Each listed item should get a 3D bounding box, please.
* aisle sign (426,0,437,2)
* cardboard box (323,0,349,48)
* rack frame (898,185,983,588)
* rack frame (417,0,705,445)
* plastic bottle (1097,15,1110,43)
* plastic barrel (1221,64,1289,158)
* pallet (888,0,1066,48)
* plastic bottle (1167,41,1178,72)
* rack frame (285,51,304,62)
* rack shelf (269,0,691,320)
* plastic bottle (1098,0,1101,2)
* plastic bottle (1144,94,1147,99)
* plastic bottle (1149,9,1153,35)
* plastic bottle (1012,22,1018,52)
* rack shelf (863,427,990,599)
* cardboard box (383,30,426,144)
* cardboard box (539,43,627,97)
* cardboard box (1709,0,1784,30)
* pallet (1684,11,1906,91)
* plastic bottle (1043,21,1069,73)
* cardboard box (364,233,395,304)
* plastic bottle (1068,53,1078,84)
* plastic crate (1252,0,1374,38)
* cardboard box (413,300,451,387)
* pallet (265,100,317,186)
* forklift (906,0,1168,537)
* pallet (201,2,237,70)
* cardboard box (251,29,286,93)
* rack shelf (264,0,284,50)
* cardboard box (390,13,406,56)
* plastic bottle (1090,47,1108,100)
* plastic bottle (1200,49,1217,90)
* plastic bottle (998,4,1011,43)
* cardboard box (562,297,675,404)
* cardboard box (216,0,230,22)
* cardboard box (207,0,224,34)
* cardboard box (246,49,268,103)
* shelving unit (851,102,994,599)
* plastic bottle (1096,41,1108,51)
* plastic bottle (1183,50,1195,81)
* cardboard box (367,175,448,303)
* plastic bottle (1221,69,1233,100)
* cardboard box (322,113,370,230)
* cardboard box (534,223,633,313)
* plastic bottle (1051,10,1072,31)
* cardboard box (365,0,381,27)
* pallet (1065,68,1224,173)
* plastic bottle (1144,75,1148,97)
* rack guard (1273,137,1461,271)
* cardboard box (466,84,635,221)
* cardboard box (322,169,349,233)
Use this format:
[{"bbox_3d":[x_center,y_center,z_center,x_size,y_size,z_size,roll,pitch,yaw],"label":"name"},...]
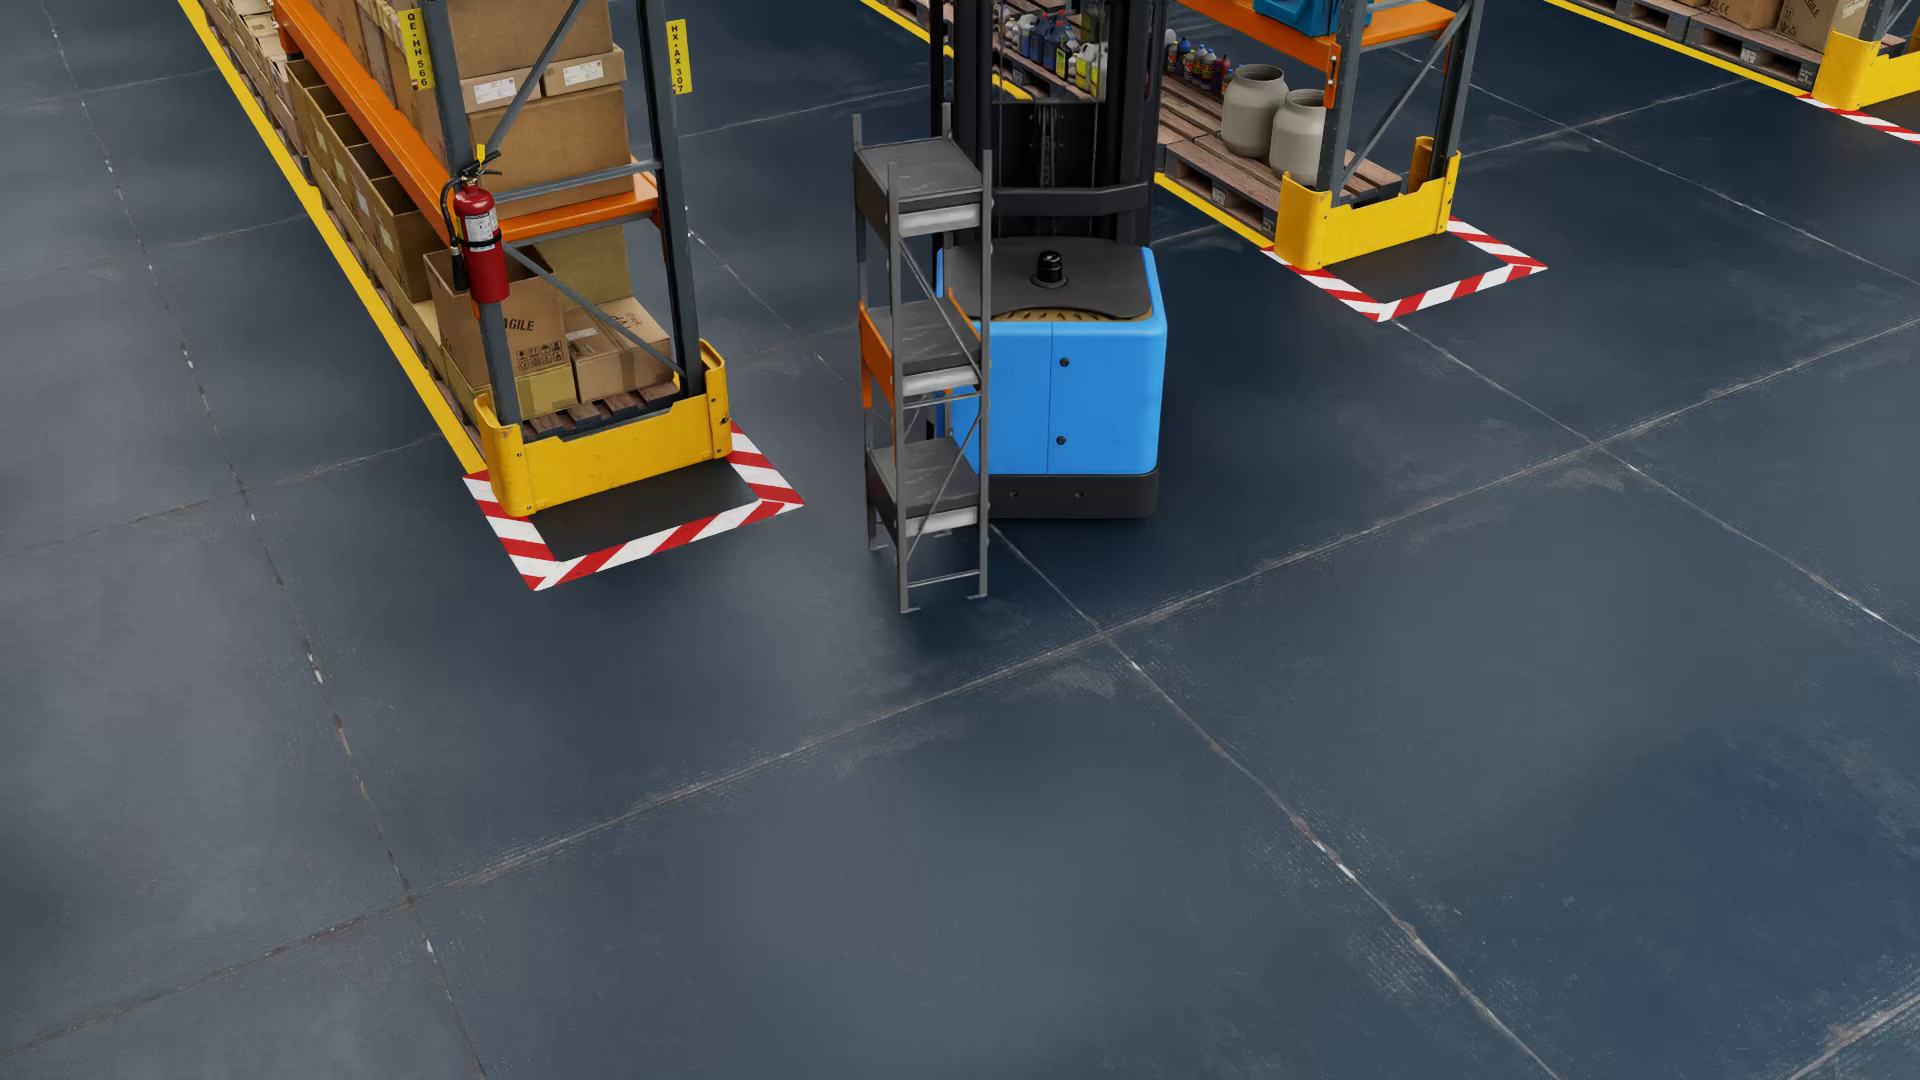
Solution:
[{"bbox_3d":[-1.944,-2.507,6.435,0.394,0.787,0.004,-19,40,-24],"label":"aisle sign"},{"bbox_3d":[-3.234,-3.166,9.457,0.700,0.500,0.500,-19,40,-24],"label":"cardboard box"},{"bbox_3d":[-0.072,-0.562,6.740,0.380,1.831,0.006,-11,38,-15],"label":"rack frame"},{"bbox_3d":[-1.723,-1.578,7.367,1.000,3.000,0.127,-19,40,-24],"label":"rack frame"},{"bbox_3d":[1.105,-3.764,12.296,0.152,0.276,0.135,-19,40,-24],"label":"plastic bottle"},{"bbox_3d":[1.913,-2.777,10.762,0.421,0.512,0.421,0,36,0],"label":"plastic barrel"},{"bbox_3d":[0.124,-4.346,13.522,1.003,0.211,1.213,-19,40,-24],"label":"pallet"},{"bbox_3d":[1.544,-3.489,11.984,0.097,0.201,0.097,0,36,0],"label":"plastic bottle"},{"bbox_3d":[-3.733,-3.618,10.160,1.000,3.000,0.127,-19,40,-24],"label":"rack frame"},{"bbox_3d":[-2.728,-2.307,8.976,1.077,0.370,4.000,-19,40,-24],"label":"rack shelf"},{"bbox_3d":[1.079,-4.017,12.636,0.061,0.283,0.133,-17,39,-22],"label":"plastic bottle"},{"bbox_3d":[1.260,-2.898,11.174,0.097,0.201,0.097,0,36,0],"label":"plastic bottle"},{"bbox_3d":[1.383,-3.686,12.126,0.144,0.351,0.185,-19,40,-24],"label":"plastic bottle"},{"bbox_3d":[0.435,-3.735,12.320,0.097,0.201,0.097,0,36,0],"label":"plastic bottle"},{"bbox_3d":[-0.151,-0.122,7.347,0.431,0.518,0.480,-11,38,-15],"label":"rack shelf"},{"bbox_3d":[-2.459,-2.381,8.382,0.700,0.500,0.500,-19,40,-24],"label":"cardboard box"},{"bbox_3d":[-1.734,-2.144,7.507,0.380,0.149,0.250,-19,40,-24],"label":"cardboard box"},{"bbox_3d":[6.215,-4.289,12.843,0.500,0.500,0.500,-9,37,-12],"label":"cardboard box"},{"bbox_3d":[6.428,-3.849,12.840,1.003,0.211,1.213,-19,40,-24],"label":"pallet"},{"bbox_3d":[0.693,-3.560,11.955,0.144,0.351,0.185,-21,41,-26],"label":"plastic bottle"},{"bbox_3d":[-3.012,-1.584,9.351,0.500,0.250,0.500,-19,40,-24],"label":"cardboard box"},{"bbox_3d":[0.815,-3.349,11.791,0.097,0.201,0.097,0,36,0],"label":"plastic bottle"},{"bbox_3d":[2.051,-3.150,9.646,0.499,0.251,0.616,-19,40,-24],"label":"plastic crate"},{"bbox_3d":[-2.510,-1.074,8.653,0.500,0.250,0.500,-19,40,-24],"label":"cardboard box"},{"bbox_3d":[-4.137,-2.856,11.481,1.003,0.211,1.213,-19,40,-24],"label":"pallet"},{"bbox_3d":[0.295,-1.946,7.929,1.344,2.935,3.618,0,36,0],"label":"forklift"},{"bbox_3d":[-5.363,-4.100,13.185,1.003,0.211,1.213,-19,40,-24],"label":"pallet"},{"bbox_3d":[-4.451,-3.288,11.209,0.500,0.311,0.500,-18,40,-23],"label":"cardboard box"},{"bbox_3d":[-4.738,-4.347,11.768,1.077,0.370,4.000,-19,40,-24],"label":"rack shelf"},{"bbox_3d":[-2.466,-2.411,7.873,0.380,0.149,0.250,-18,40,-23],"label":"cardboard box"},{"bbox_3d":[1.000,-3.249,11.528,0.144,0.351,0.185,-17,40,-22],"label":"plastic bottle"},{"bbox_3d":[1.748,-3.311,11.681,0.097,0.271,0.097,0,36,0],"label":"plastic bottle"},{"bbox_3d":[0.333,-3.867,12.441,0.097,0.271,0.097,0,36,0],"label":"plastic bottle"},{"bbox_3d":[-1.800,-0.976,8.519,0.500,0.250,0.500,-19,40,-24],"label":"cardboard box"},{"bbox_3d":[-5.208,-4.063,12.269,0.500,0.311,0.500,-20,41,-25],"label":"cardboard box"},{"bbox_3d":[-5.480,-4.106,12.804,0.500,0.250,0.500,-20,41,-25],"label":"cardboard box"},{"bbox_3d":[-4.702,-3.322,11.730,0.500,0.250,0.500,-18,40,-23],"label":"cardboard box"},{"bbox_3d":[-0.152,-0.700,6.928,0.431,2.100,0.499,-11,38,-15],"label":"shelving unit"},{"bbox_3d":[1.022,-3.370,11.757,0.152,0.276,0.135,-19,40,-24],"label":"plastic bottle"},{"bbox_3d":[1.648,-3.384,11.840,0.097,0.201,0.097,0,36,0],"label":"plastic bottle"},{"bbox_3d":[-2.765,-1.631,8.779,0.500,0.500,0.500,-19,40,-24],"label":"cardboard box"},{"bbox_3d":[1.868,-3.161,11.534,0.097,0.201,0.097,0,36,0],"label":"plastic bottle"},{"bbox_3d":[-3.268,-2.140,9.477,0.500,0.500,0.500,-19,40,-24],"label":"cardboard box"},{"bbox_3d":[-2.053,-1.534,8.646,0.500,0.500,0.500,-19,40,-24],"label":"cardboard box"},{"bbox_3d":[0.723,-3.699,12.145,0.144,0.351,0.185,-19,40,-24],"label":"plastic bottle"},{"bbox_3d":[-2.732,-2.678,8.239,0.380,0.149,0.250,-18,40,-23],"label":"cardboard box"},{"bbox_3d":[1.470,-2.980,11.651,1.003,0.211,1.213,-19,40,-24],"label":"pallet"},{"bbox_3d":[1.248,-3.099,11.380,0.061,0.283,0.133,-19,40,-24],"label":"plastic bottle"},{"bbox_3d":[2.483,-2.059,10.145,1.175,0.500,0.348,-19,40,-24],"label":"rack guard"},{"bbox_3d":[-1.947,-1.860,7.669,0.700,0.500,0.500,-19,40,-24],"label":"cardboard box"},{"bbox_3d":[-3.515,-2.094,10.049,0.500,0.250,0.500,-19,40,-24],"label":"cardboard box"}]
